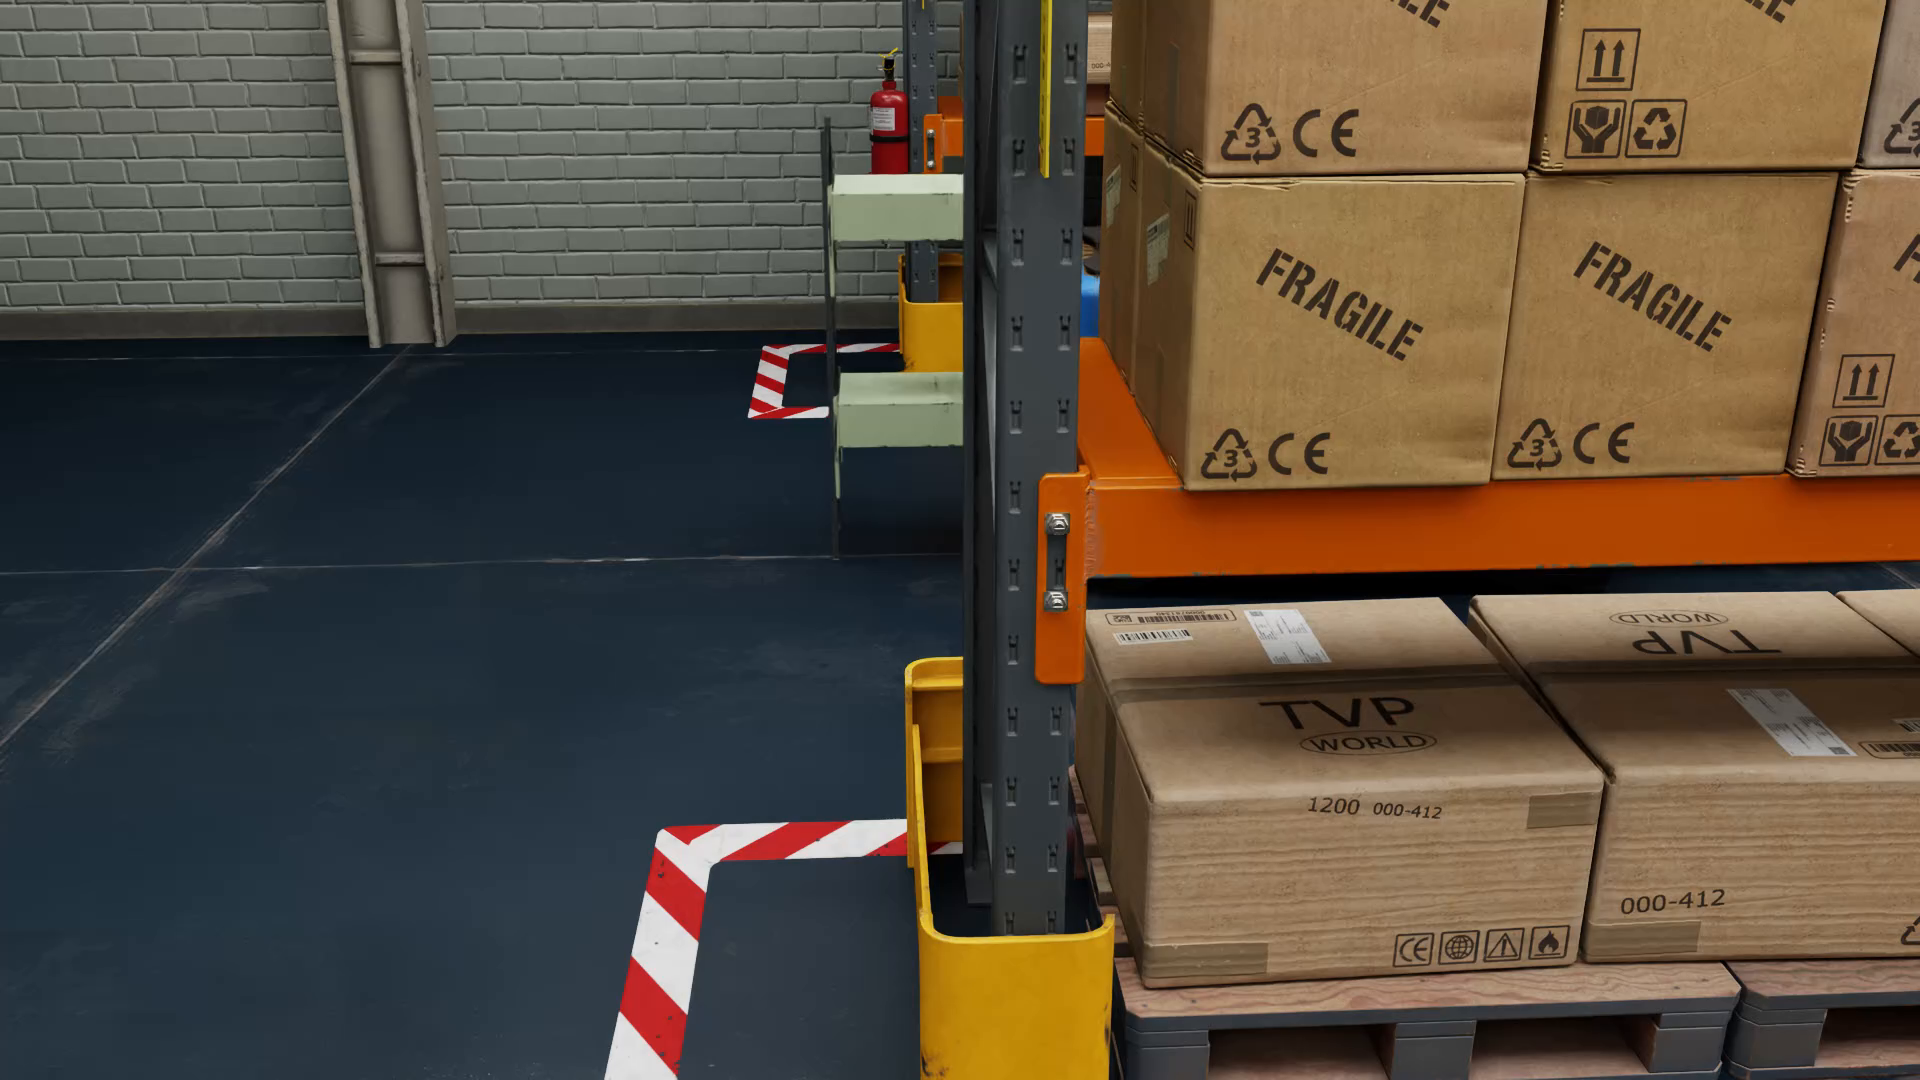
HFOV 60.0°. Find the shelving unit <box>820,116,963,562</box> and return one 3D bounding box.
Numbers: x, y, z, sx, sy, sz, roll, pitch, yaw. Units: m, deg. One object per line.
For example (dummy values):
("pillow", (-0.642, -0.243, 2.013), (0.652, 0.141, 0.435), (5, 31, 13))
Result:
("shelving unit", (-0.084, -0.700, 5.852), (0.755, 1.500, 0.431), (-1, 21, -2))

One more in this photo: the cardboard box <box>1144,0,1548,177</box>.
("cardboard box", (0.593, -0.870, 2.645), (0.500, 0.500, 0.500), (-2, 21, -4))

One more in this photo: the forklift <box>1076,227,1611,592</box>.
("forklift", (1.819, -1.380, 5.627), (3.031, 2.935, 1.130), (-1, 21, -2))

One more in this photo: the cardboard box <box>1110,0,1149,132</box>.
("cardboard box", (0.565, -1.056, 3.133), (0.500, 0.500, 0.500), (0, 21, -1))

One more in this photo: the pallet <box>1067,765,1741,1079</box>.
("pallet", (0.891, 0.812, 3.693), (1.213, 0.211, 1.003), (-1, 21, -3))

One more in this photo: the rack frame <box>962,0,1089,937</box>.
("rack frame", (0.097, -0.448, 3.081), (0.127, 3.000, 1.000), (-1, 21, -3))

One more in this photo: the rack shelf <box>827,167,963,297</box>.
("rack shelf", (-0.084, -1.065, 5.713), (0.720, 0.370, 0.431), (-1, 21, -2))

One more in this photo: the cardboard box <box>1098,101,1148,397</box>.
("cardboard box", (0.564, -0.598, 3.336), (0.500, 0.500, 0.500), (-1, 21, -3))

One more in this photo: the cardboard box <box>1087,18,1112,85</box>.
("cardboard box", (0.782, -2.203, 7.486), (0.500, 0.250, 0.500), (-1, 21, -2))

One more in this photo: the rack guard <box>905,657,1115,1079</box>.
("rack guard", (0.073, 0.721, 3.524), (0.348, 0.500, 1.175), (-1, 21, -3))

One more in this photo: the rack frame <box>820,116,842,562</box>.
("rack frame", (-0.450, -0.694, 5.837), (0.023, 1.500, 0.400), (-1, 21, -2))

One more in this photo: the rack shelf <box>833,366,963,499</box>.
("rack shelf", (-0.084, -0.395, 5.968), (0.720, 0.370, 0.431), (-1, 21, -2))

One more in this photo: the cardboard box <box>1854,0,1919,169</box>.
("cardboard box", (1.622, -0.896, 2.714), (0.500, 0.500, 0.500), (-1, 21, -3))

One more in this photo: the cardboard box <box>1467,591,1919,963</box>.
("cardboard box", (1.664, 0.483, 3.647), (0.875, 0.438, 0.875), (-1, 21, -2))

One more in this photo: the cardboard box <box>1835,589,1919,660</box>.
("cardboard box", (2.564, 0.465, 3.694), (0.875, 0.438, 0.875), (-2, 21, -5))

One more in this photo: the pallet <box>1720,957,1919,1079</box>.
("pallet", (2.106, 0.788, 3.755), (1.213, 0.211, 1.003), (-1, 21, -3))

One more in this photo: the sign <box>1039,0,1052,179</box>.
("sign", (0.123, -0.692, 2.394), (0.005, 0.325, 0.100), (-1, 21, -3))

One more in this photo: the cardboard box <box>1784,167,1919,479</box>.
("cardboard box", (1.605, -0.426, 2.884), (0.500, 0.500, 0.500), (-1, 21, -3))

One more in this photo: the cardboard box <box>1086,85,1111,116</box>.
("cardboard box", (0.666, -2.042, 7.621), (0.250, 0.149, 0.380), (-1, 21, -4))

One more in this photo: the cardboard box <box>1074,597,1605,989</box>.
("cardboard box", (0.751, 0.505, 3.590), (0.875, 0.438, 0.875), (-2, 21, -5))

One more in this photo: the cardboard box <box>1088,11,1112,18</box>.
("cardboard box", (0.769, -2.393, 7.984), (0.500, 0.250, 0.500), (-1, 21, -3))

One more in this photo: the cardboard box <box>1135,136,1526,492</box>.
("cardboard box", (0.593, -0.402, 2.821), (0.500, 0.500, 0.500), (-1, 21, -3))

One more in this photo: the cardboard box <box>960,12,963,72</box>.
("cardboard box", (0.254, -2.383, 7.958), (0.500, 0.250, 0.500), (-1, 21, -1))

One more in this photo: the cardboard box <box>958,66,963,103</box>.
("cardboard box", (0.126, -2.195, 8.025), (0.250, 0.149, 0.380), (-1, 21, -4))

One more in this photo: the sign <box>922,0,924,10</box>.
("sign", (-0.159, -2.423, 7.052), (0.005, 0.325, 0.100), (-1, 21, -3))

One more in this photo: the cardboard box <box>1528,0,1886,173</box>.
("cardboard box", (1.108, -0.883, 2.679), (0.500, 0.500, 0.500), (-2, 21, -5))

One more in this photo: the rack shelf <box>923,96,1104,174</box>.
("rack shelf", (1.807, -1.915, 7.947), (4.000, 0.370, 1.077), (-1, 21, -3))

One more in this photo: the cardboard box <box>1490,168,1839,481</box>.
("cardboard box", (1.096, -0.422, 2.874), (0.500, 0.500, 0.500), (-1, 21, -4))

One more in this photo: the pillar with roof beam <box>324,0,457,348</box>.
("pillar with roof beam", (-2.687, -3.751, 3.325), (0.400, 9.000, 9.100), (-1, 21, -3))

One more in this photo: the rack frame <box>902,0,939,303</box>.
("rack frame", (-0.190, -2.211, 7.712), (0.127, 3.000, 1.000), (-1, 21, -3))

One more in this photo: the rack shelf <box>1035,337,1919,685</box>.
("rack shelf", (2.094, -0.152, 3.315), (4.000, 0.370, 1.077), (-1, 21, -3))

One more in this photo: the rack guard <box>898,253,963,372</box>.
("rack guard", (-0.114, -1.044, 8.161), (0.348, 0.500, 1.175), (-1, 21, -3))

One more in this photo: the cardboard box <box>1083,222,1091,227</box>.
("cardboard box", (0.426, -1.219, 8.025), (0.637, 0.503, 0.797), (-2, 21, -5))

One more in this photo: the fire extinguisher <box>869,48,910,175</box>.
("fire extinguisher", (-0.310, -1.833, 7.353), (0.183, 0.674, 0.296), (-1, 21, -3))
